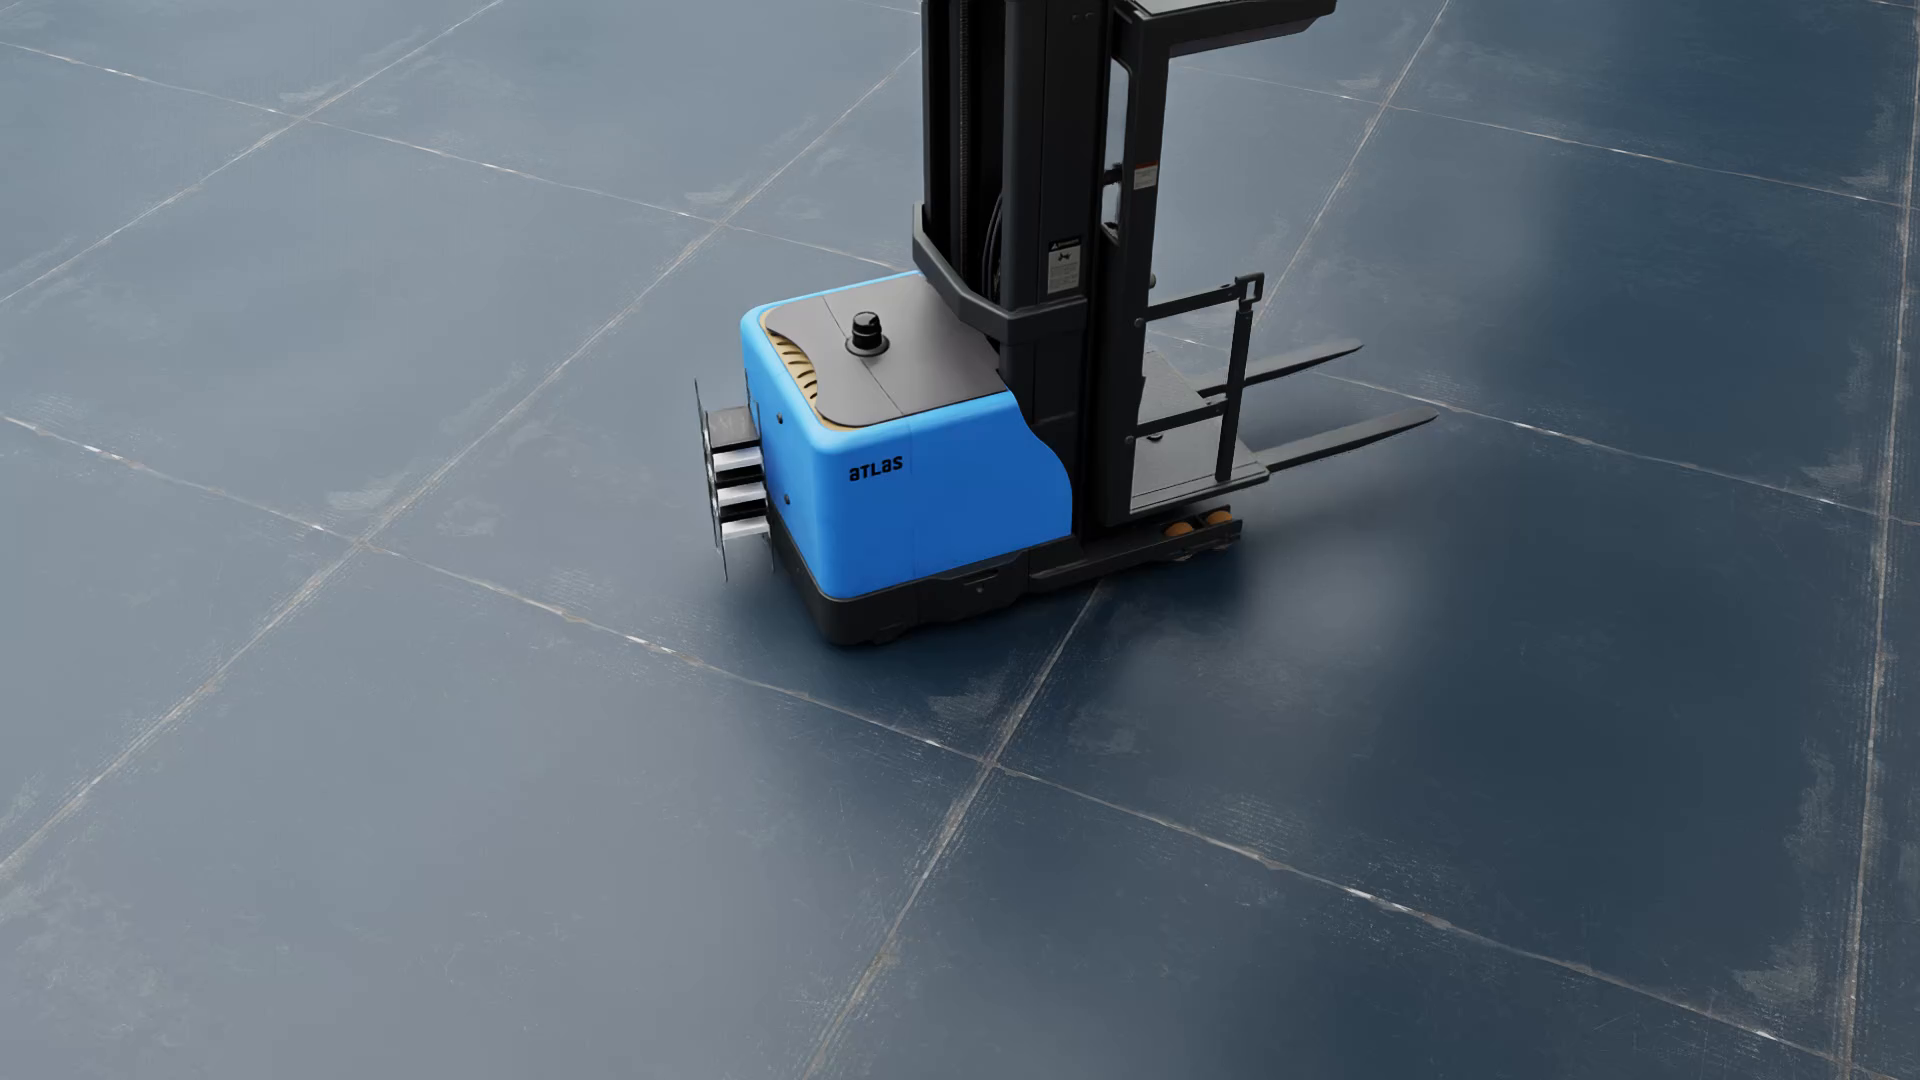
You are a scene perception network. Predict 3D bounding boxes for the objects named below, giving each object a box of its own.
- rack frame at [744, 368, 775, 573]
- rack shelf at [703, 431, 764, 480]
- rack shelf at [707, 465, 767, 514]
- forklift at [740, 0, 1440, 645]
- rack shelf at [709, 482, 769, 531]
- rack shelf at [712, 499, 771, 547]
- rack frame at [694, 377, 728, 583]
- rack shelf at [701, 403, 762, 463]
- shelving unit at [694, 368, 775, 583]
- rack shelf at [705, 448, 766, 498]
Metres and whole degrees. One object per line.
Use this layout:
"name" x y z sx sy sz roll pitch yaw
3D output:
"rack frame" -0.827 -0.274 6.879 0.006 0.900 0.240 -12 42 -13
"rack shelf" -0.924 -0.365 6.760 0.200 0.077 0.258 -12 42 -13
"rack shelf" -0.924 -0.229 6.878 0.200 0.077 0.258 -12 42 -13
"forklift" 0.665 -1.319 6.534 3.031 2.935 1.130 -16 43 -18
"rack shelf" -0.924 -0.161 6.937 0.200 0.077 0.258 -12 42 -13
"rack shelf" -0.924 -0.093 6.996 0.200 0.077 0.258 -12 42 -13
"rack frame" -1.021 -0.234 6.833 0.006 0.900 0.240 -12 42 -13
"rack shelf" -0.924 -0.433 6.701 0.200 0.077 0.258 -12 42 -13
"shelving unit" -0.924 -0.254 6.856 0.210 0.900 0.258 -12 42 -13
"rack shelf" -0.924 -0.297 6.819 0.200 0.077 0.258 -12 42 -13
